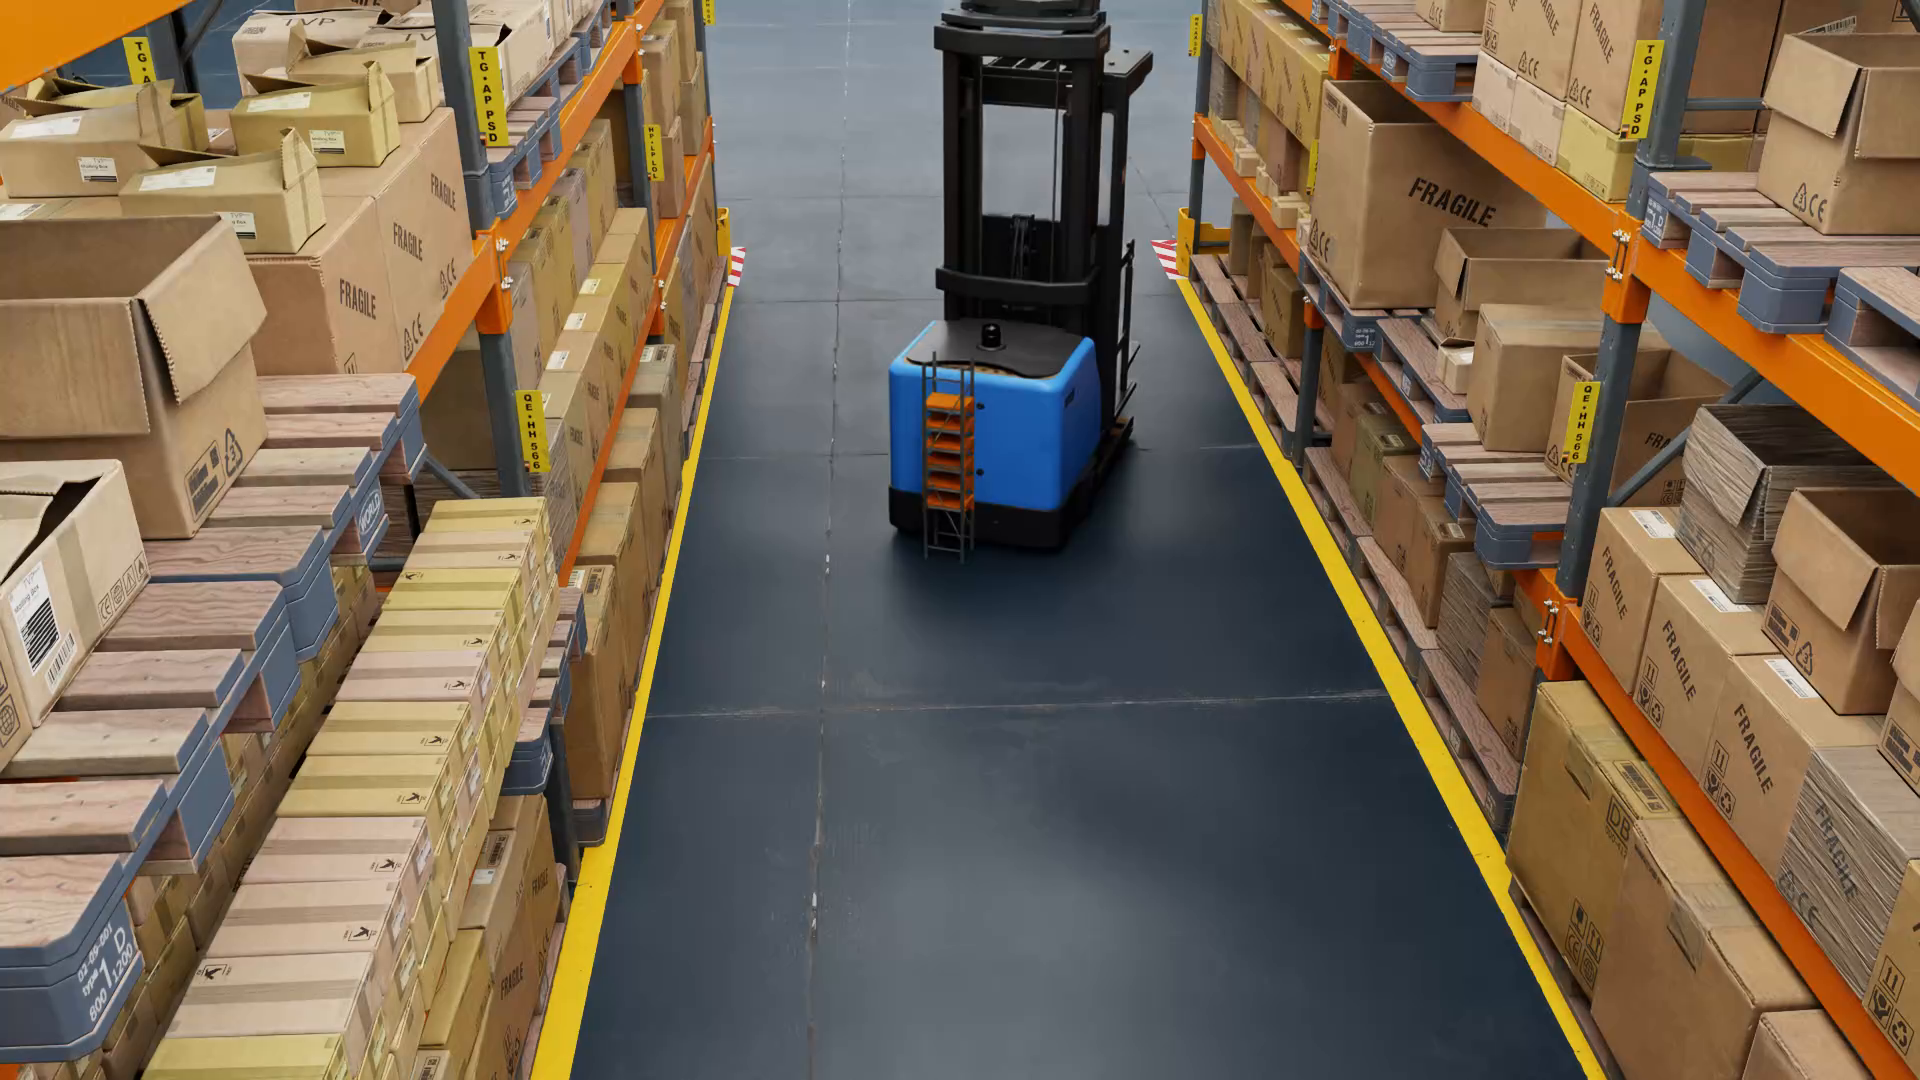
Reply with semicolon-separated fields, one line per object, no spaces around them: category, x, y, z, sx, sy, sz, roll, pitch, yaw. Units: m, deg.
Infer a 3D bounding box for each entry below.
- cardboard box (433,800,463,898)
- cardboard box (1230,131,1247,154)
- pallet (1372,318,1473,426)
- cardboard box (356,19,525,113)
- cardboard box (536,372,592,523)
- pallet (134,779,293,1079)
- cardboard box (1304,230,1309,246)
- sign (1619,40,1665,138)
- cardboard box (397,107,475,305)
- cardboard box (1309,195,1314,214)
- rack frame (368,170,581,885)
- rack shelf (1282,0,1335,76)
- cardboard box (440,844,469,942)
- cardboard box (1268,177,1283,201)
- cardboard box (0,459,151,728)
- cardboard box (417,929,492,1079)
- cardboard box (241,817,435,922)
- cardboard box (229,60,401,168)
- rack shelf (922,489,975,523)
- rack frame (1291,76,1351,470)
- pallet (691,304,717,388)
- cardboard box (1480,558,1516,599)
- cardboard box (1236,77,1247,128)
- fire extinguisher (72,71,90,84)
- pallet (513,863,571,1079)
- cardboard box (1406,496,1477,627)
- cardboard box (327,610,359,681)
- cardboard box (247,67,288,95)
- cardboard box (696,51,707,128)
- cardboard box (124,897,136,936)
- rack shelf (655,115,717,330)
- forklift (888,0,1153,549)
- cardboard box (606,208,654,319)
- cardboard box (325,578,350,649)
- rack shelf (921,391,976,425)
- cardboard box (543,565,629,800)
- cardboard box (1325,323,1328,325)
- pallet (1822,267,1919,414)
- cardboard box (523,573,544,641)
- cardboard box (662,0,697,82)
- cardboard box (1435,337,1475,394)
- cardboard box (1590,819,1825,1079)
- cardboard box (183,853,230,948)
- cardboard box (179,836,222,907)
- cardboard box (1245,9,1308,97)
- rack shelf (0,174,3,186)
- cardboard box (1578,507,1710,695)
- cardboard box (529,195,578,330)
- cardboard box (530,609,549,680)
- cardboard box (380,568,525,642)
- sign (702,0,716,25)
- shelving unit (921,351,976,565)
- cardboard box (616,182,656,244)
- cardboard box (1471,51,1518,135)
cardboard box;-1.546;0.825;4.421;0.380;0.149;0.250;-2;28;-4
cardboard box;2.240;-2.957;12.447;0.380;0.149;0.250;-1;28;-3
pallet;2.705;-0.802;8.251;1.003;0.211;1.213;-1;28;-3
cardboard box;-1.928;-1.761;6.173;0.500;0.311;0.500;-1;28;-3
cardboard box;-1.893;-0.393;7.152;0.500;0.500;0.500;-2;28;-3
pallet;-1.965;1.098;4.609;1.003;0.211;1.213;-1;28;-3
cardboard box;2.335;-1.802;10.232;0.380;0.149;0.250;-1;28;-3
sign;2.307;-1.521;5.619;0.100;0.325;0.005;-1;28;-3
cardboard box;-1.826;-1.017;5.105;0.500;0.500;0.500;-1;28;-3
cardboard box;2.678;-2.206;10.307;0.875;0.500;0.500;-1;28;-3
rack frame;-2.110;0.100;6.315;1.000;3.000;0.127;-1;28;-3
rack shelf;2.536;-3.755;11.241;1.077;0.370;4.000;-1;28;-3
cardboard box;-1.546;0.960;4.484;0.380;0.149;0.250;-3;28;-5
cardboard box;2.319;-2.380;11.341;0.380;0.149;0.250;-1;28;-3
cardboard box;-1.737;0.059;2.792;0.500;0.311;0.500;-2;28;-3
cardboard box;-1.764;1.467;5.132;0.500;0.250;0.500;-1;28;-1
cardboard box;-1.531;0.818;4.112;0.380;0.149;0.250;0;28;-1
cardboard box;-1.787;-1.197;4.622;0.396;0.266;0.258;-1;28;-3
rack shelf;-0.064;-0.196;9.444;0.258;0.103;0.180;8;29;16
rack frame;2.640;-1.821;9.997;1.000;3.000;0.127;-1;28;-3
pallet;-2.347;-1.429;12.262;1.003;0.211;1.213;-1;28;-3
cardboard box;2.746;0.054;7.820;0.500;0.250;0.500;2;28;3
cardboard box;2.578;-3.362;12.522;0.875;0.500;0.500;-1;28;-3
fire extinguisher;-7.011;-3.458;13.221;0.296;0.674;0.183;-1;28;-3
pallet;-2.070;1.697;6.268;1.003;0.211;1.213;-1;28;-3
cardboard box;2.716;0.113;8.516;0.700;0.500;0.500;1;28;2
cardboard box;-2.274;0.360;5.633;0.380;0.149;0.250;0;28;0
cardboard box;-2.361;-1.629;6.076;0.380;0.166;0.250;-1;28;-3
cardboard box;-2.463;-3.491;13.038;0.875;0.550;0.550;-1;28;-3
cardboard box;-2.166;0.949;3.860;0.380;0.149;0.250;-2;28;-4
rack shelf;-2.423;-2.352;11.794;1.077;0.370;4.000;-1;28;-3
forklift;0.515;-1.913;10.249;1.130;2.935;3.031;8;29;16
cardboard box;-2.024;-1.557;9.384;0.500;0.500;0.500;-2;28;-3
cardboard box;-2.269;0.246;5.530;0.380;0.149;0.250;0;28;0
rack shelf;-0.064;-0.728;9.166;0.258;0.103;0.180;8;29;16
cardboard box;-2.052;0.627;7.282;1.050;0.750;0.750;-2;28;-3
cardboard box;2.622;-1.349;11.341;0.500;0.500;0.500;7;28;14
pallet;2.997;-0.407;4.248;1.003;0.211;1.213;0;28;0
cardboard box;-1.613;0.233;5.555;0.380;0.149;0.250;0;28;-1
cardboard box;-2.426;-3.716;12.301;0.875;0.550;0.550;-1;28;-3
cardboard box;2.492;-0.864;7.854;0.396;0.266;0.258;-2;28;-4
cardboard box;2.903;1.513;5.448;1.225;0.875;0.875;-1;28;-2
cardboard box;-2.204;0.969;4.467;0.380;0.149;0.250;-2;28;-4
cardboard box;-2.198;0.840;4.391;0.380;0.149;0.250;0;28;-1
cardboard box;2.267;-3.334;11.388;0.500;0.500;0.500;-1;28;-3
rack shelf;-7.361;-2.186;11.476;1.077;0.370;4.000;-1;28;-3
cardboard box;2.603;0.213;5.990;0.500;0.500;0.500;-1;28;-1
cardboard box;-2.207;-1.302;7.814;0.700;0.500;0.500;-2;28;-3
cardboard box;-1.614;0.356;5.641;0.380;0.149;0.250;-1;28;-3
cardboard box;-1.602;0.213;5.272;0.380;0.149;0.250;-1;28;-1
sign;-1.985;-4.220;13.089;0.100;0.325;0.005;-1;28;-3
shelving unit;-0.064;-0.448;9.312;0.258;1.200;0.189;8;29;16
cardboard box;-2.350;-1.984;10.149;0.875;0.550;0.550;-1;28;-3
cardboard box;2.516;-1.911;7.090;0.500;0.250;0.500;-1;28;-1
